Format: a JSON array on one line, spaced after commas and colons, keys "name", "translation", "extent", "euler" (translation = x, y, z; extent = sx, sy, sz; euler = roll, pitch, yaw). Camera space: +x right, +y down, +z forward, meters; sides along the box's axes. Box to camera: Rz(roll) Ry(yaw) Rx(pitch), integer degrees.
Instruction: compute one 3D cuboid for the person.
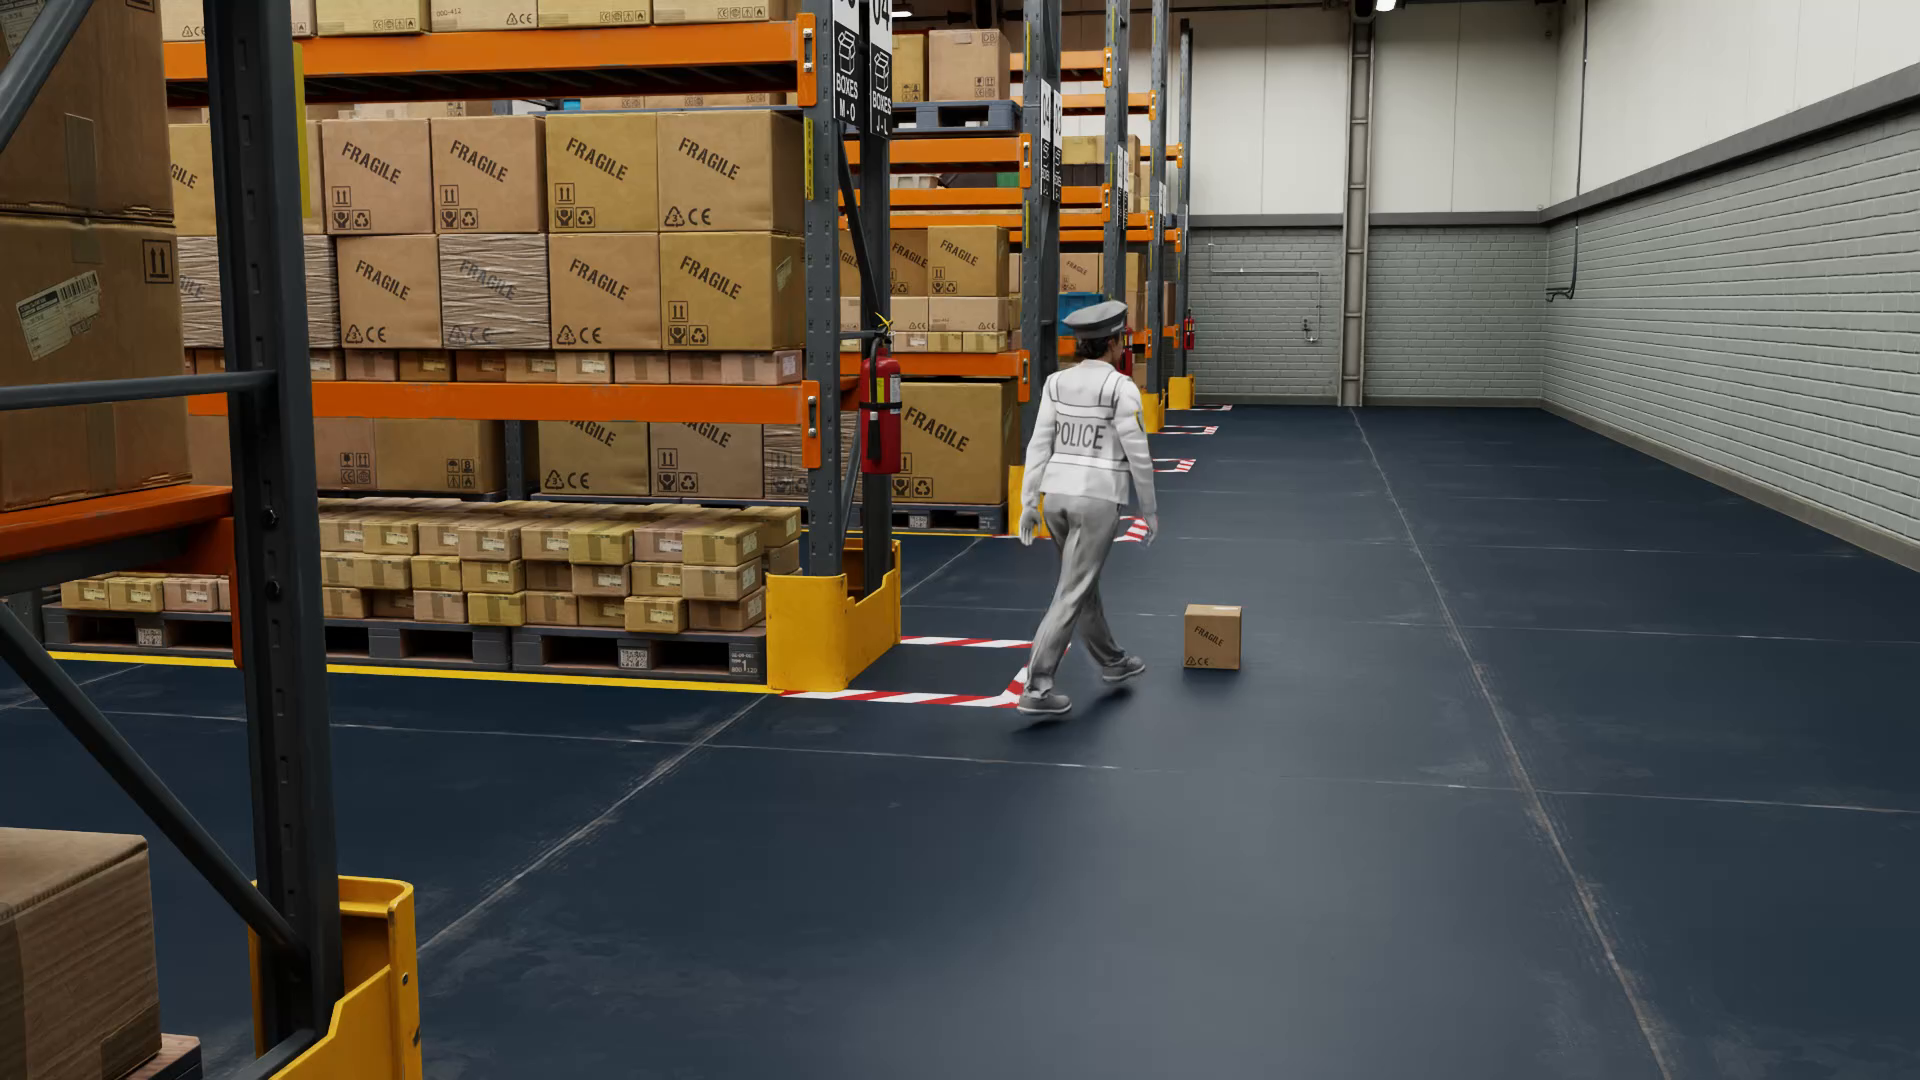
[{"name": "person", "translation": [0.568, -0.148, 6.721], "extent": [0.945, 1.629, 0.513], "euler": [-8, 11, -44]}]
